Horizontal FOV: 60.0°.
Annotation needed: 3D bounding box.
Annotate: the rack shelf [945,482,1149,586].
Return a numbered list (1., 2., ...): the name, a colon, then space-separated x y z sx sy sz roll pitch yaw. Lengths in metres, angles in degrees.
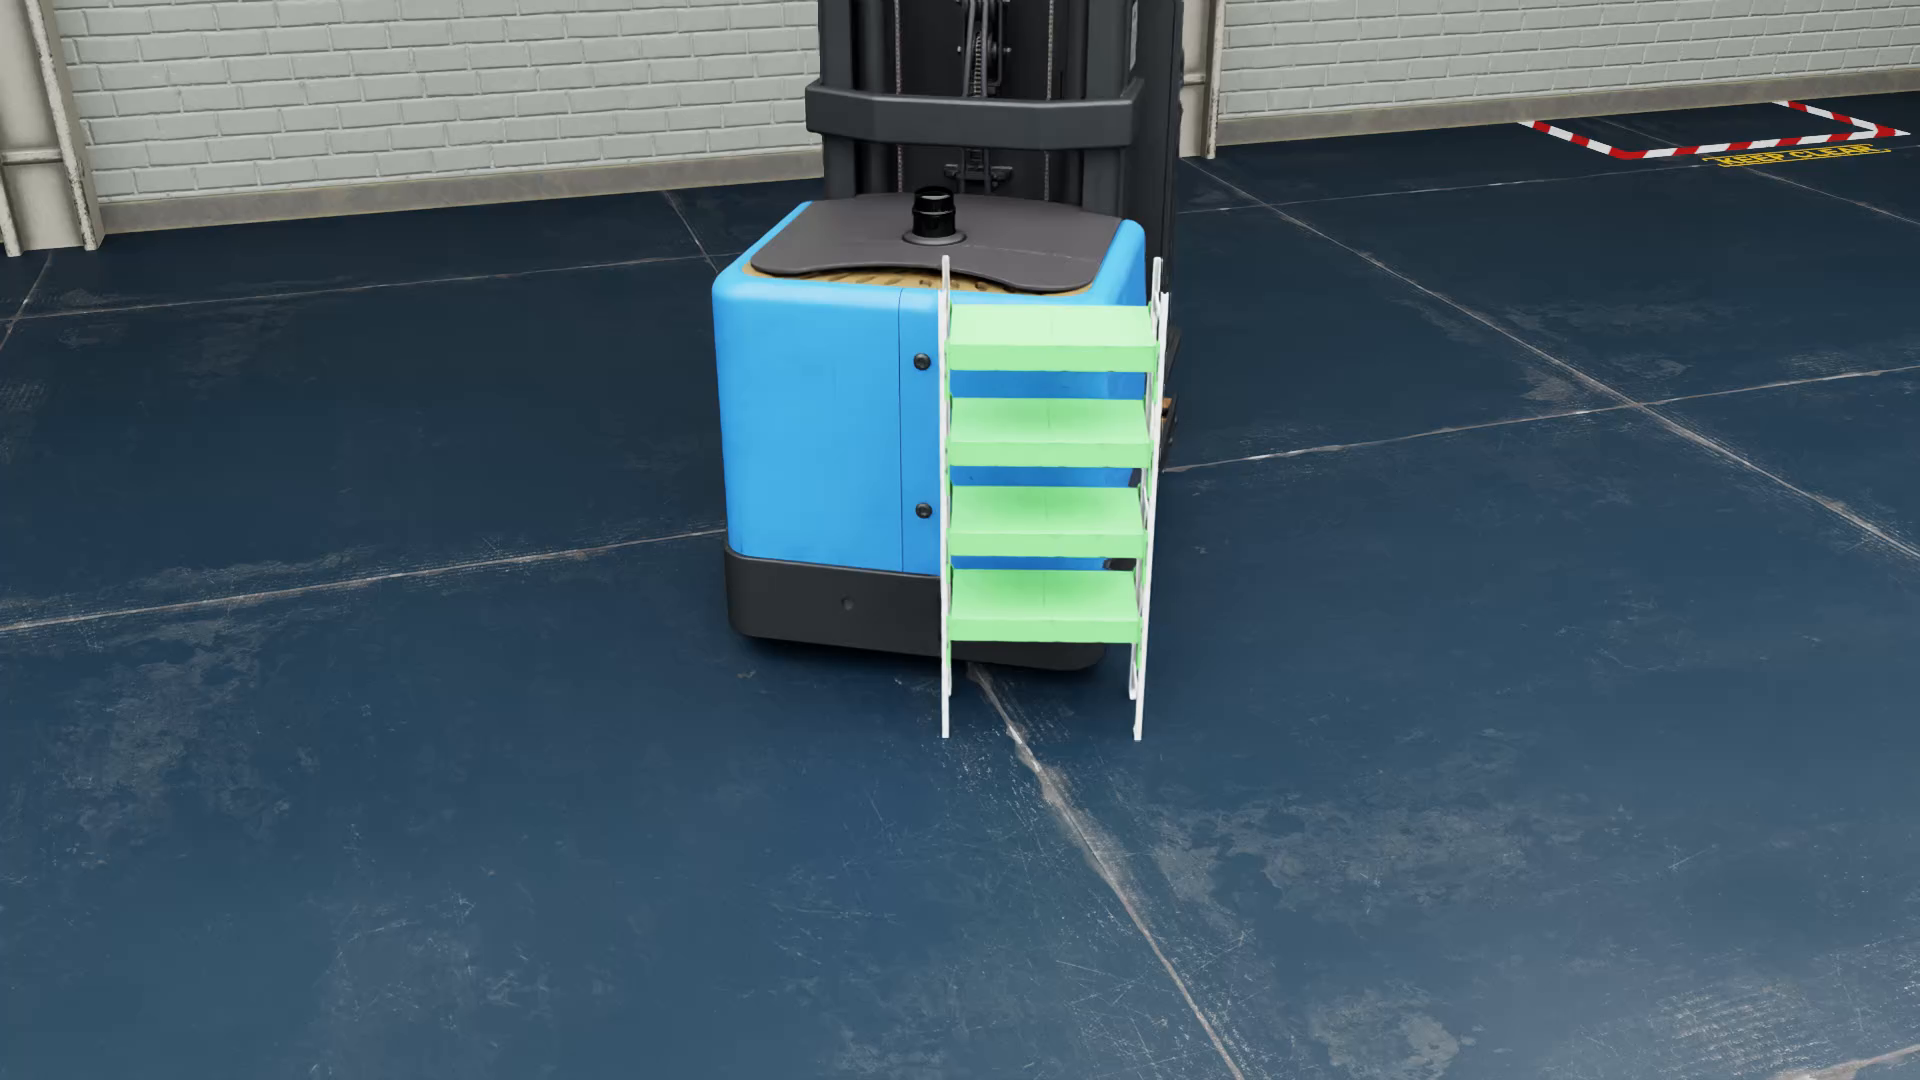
1. rack shelf: 0.209 -0.018 4.066 0.480 0.148 0.258 1 29 1

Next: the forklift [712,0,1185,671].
1. forklift: 0.169 -1.601 5.179 1.130 2.935 3.031 6 27 11

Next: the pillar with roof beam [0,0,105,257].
1. pillar with roof beam: -3.106 -3.665 2.512 0.400 9.000 9.100 -8 28 -16

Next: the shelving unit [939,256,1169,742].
1. shelving unit: 0.209 -0.074 4.035 0.503 1.200 0.258 1 29 1

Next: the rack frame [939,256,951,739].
1. rack frame: -0.035 -0.077 4.041 0.015 1.200 0.240 1 29 1

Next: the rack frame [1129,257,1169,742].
1. rack frame: 0.453 -0.071 4.029 0.015 1.200 0.240 1 29 1

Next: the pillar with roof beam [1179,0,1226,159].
1. pillar with roof beam: 2.599 -4.491 4.176 0.400 9.000 9.100 -8 28 -16

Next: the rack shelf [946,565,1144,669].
1. rack shelf: 0.210 0.191 4.183 0.480 0.148 0.258 1 29 1

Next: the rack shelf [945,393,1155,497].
1. rack shelf: 0.209 -0.227 3.949 0.480 0.148 0.258 1 29 1

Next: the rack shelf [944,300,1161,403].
1. rack shelf: 0.208 -0.437 3.831 0.480 0.148 0.258 1 29 1
